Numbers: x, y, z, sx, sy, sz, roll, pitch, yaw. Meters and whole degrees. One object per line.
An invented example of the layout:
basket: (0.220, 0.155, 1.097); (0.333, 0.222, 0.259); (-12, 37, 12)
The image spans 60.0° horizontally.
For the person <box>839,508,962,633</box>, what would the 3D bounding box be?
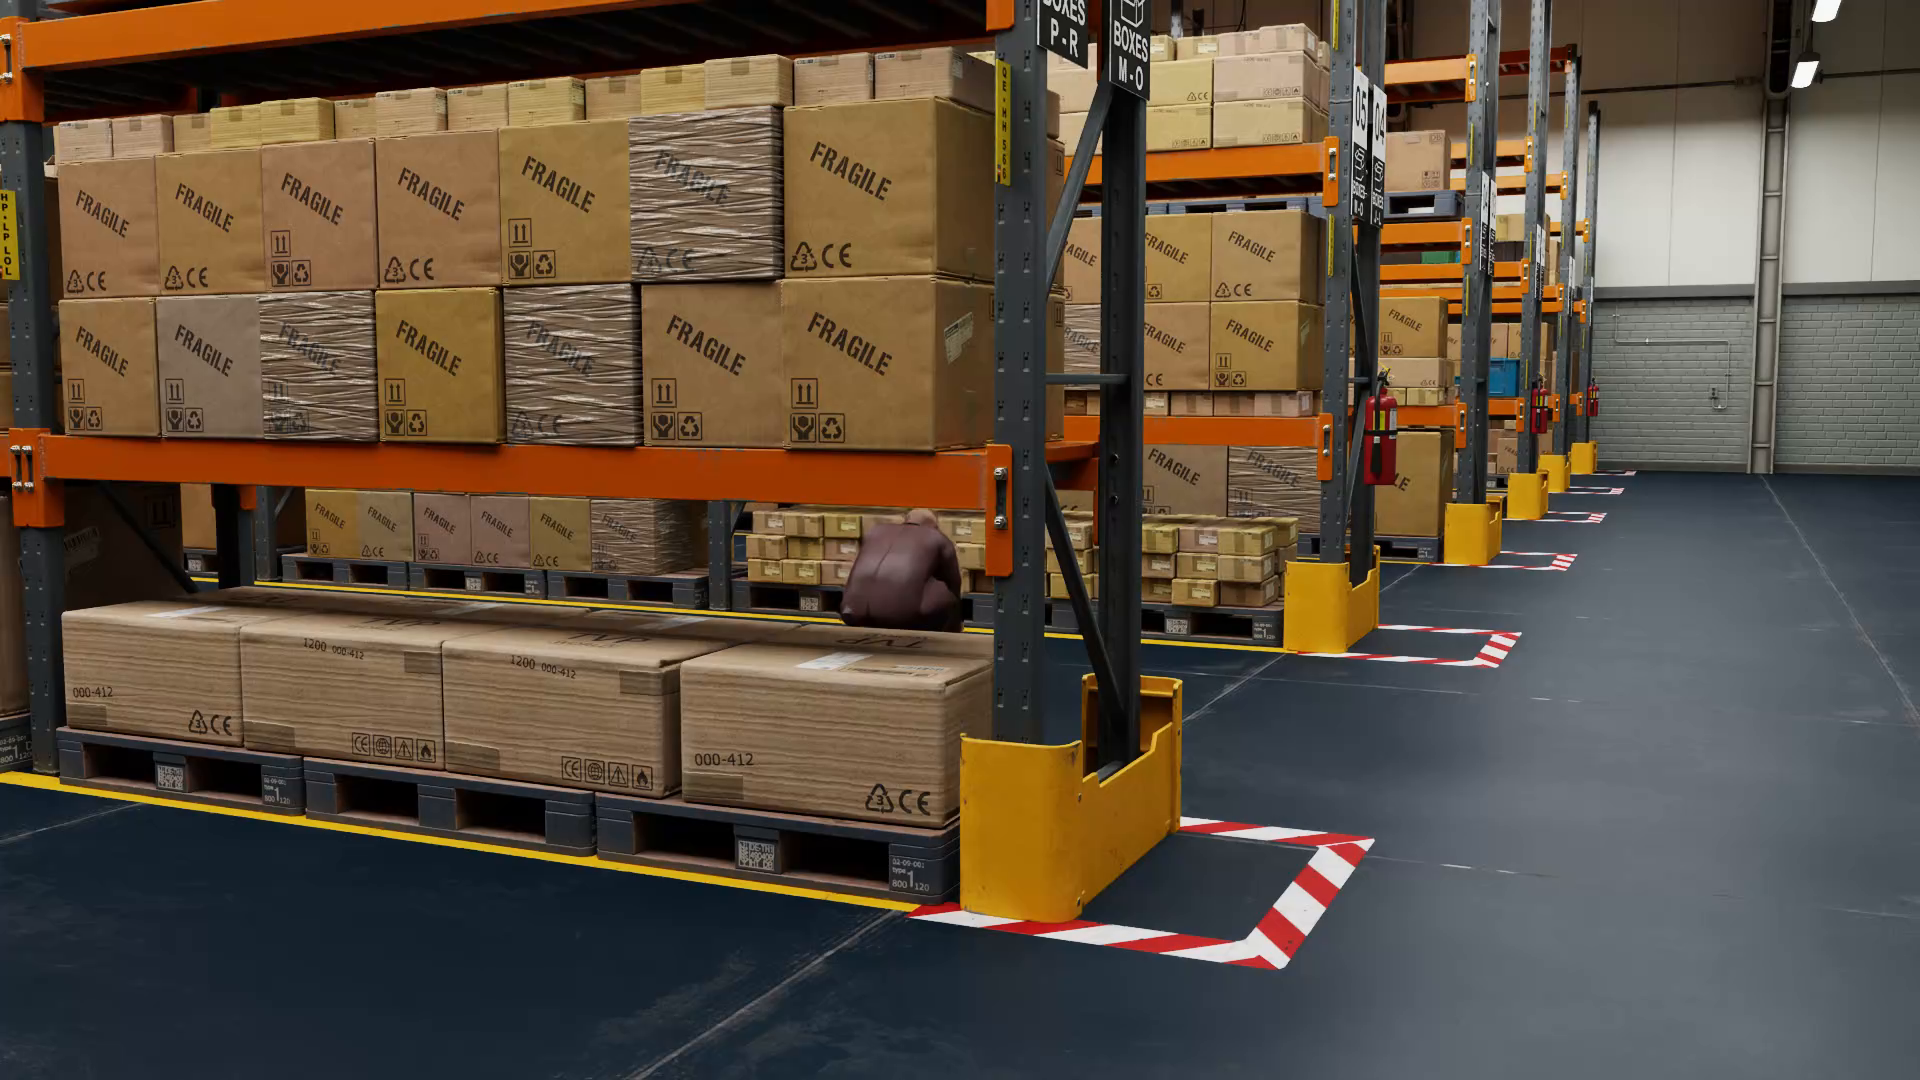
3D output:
person: (-0.289, 0.309, 8.373); (0.589, 0.898, 0.873); (2, 6, 24)
